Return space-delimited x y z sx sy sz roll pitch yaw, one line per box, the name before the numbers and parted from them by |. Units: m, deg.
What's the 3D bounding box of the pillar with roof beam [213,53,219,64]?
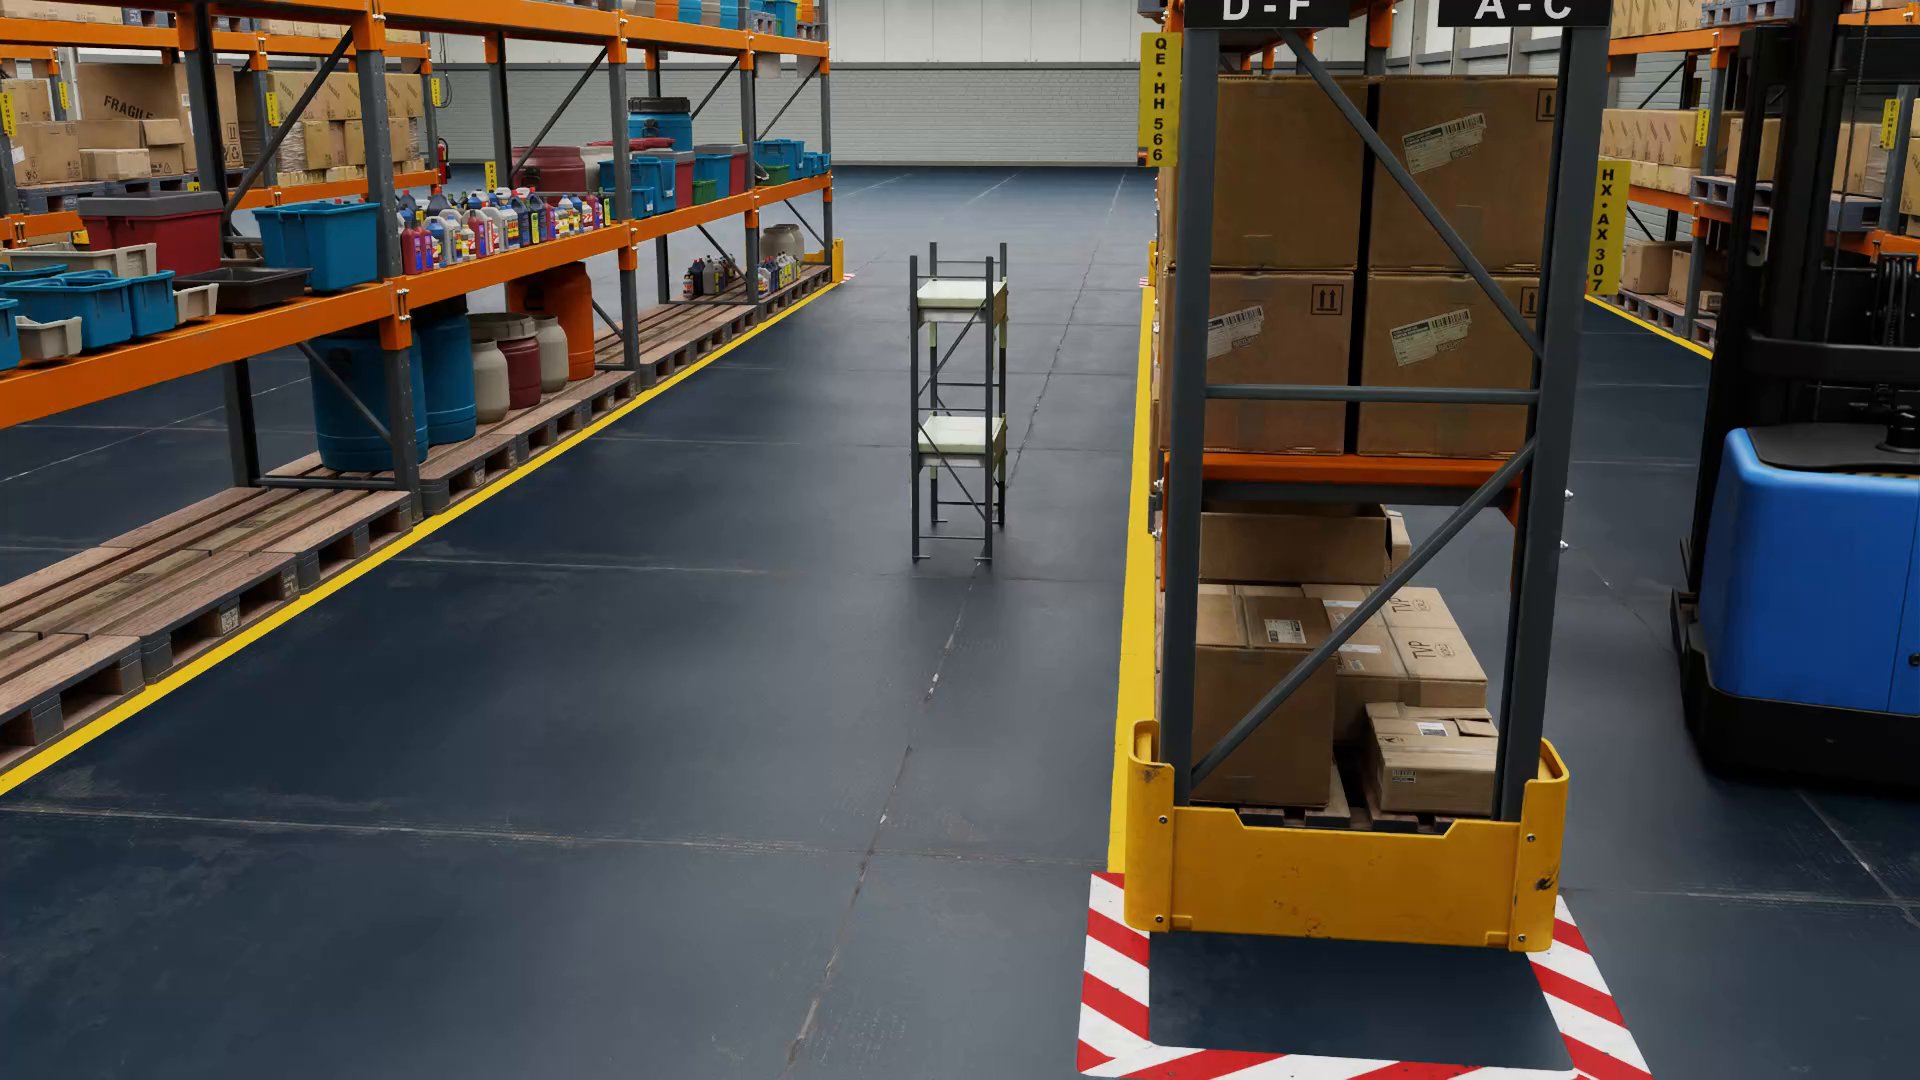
pillar with roof beam | -15.756 -14.087 43.519 9.100 9.000 0.400 2 15 6

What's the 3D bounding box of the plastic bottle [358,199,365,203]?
plastic bottle | -3.479 -1.820 9.740 0.144 0.351 0.185 2 15 6

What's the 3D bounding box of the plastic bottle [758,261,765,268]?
plastic bottle | -2.096 -2.878 17.936 0.152 0.276 0.135 2 15 6

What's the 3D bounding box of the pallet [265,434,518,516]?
pallet | -3.293 -0.405 9.754 1.003 0.211 1.213 2 15 6

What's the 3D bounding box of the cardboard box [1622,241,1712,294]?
cardboard box | 7.412 -2.865 17.455 0.700 0.500 0.500 1 15 3

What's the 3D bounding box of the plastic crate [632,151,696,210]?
plastic crate | -2.484 -3.030 14.000 0.402 0.464 0.583 2 15 6

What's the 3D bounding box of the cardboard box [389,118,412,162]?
cardboard box | -7.015 -4.727 19.635 0.875 0.500 0.500 2 15 6

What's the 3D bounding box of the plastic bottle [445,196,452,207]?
plastic bottle | -3.474 -2.181 11.227 0.097 0.271 0.097 0 15 0

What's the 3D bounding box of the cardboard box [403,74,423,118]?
cardboard box | -6.805 -5.335 19.967 0.500 0.500 0.500 2 15 6

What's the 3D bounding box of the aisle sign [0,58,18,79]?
aisle sign | -12.196 -6.265 21.103 0.394 0.787 0.004 2 15 6

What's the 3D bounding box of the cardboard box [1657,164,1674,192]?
cardboard box | 7.142 -3.533 16.230 0.500 0.250 0.500 2 15 7

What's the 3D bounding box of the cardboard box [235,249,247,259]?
cardboard box | -7.531 -2.620 16.550 0.700 0.500 0.500 1 15 2

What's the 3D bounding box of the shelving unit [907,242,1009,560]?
shelving unit | 0.001 -0.726 8.473 0.431 1.500 0.755 2 15 6

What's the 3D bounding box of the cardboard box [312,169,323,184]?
cardboard box | -7.056 -3.893 17.796 0.380 0.149 0.250 2 15 6

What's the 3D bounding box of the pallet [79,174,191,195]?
pallet | -7.709 -3.157 14.959 1.003 0.211 1.213 2 15 6

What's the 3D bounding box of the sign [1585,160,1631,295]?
sign | 1.588 -0.770 4.103 0.100 0.325 0.005 2 15 6

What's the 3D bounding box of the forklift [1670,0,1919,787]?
forklift | 3.533 -0.922 6.458 1.130 2.935 3.031 6 16 20

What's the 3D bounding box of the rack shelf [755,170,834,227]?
rack shelf | -2.293 -3.798 18.340 1.077 0.370 4.000 2 15 6

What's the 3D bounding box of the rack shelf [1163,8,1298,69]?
rack shelf | 2.177 -4.062 13.569 1.077 0.370 4.000 2 15 6

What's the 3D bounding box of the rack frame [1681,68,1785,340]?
rack frame | 7.325 -3.335 15.249 1.000 3.000 0.127 2 15 6

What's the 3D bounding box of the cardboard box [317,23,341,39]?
cardboard box | -7.014 -5.523 17.883 0.500 0.250 0.500 1 15 4

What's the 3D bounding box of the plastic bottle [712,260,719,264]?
plastic bottle | -2.652 -2.875 17.924 0.152 0.276 0.135 2 15 7

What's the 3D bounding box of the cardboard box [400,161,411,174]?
cardboard box | -6.822 -4.478 19.956 0.380 0.149 0.250 2 15 6

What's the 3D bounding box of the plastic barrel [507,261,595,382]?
plastic barrel | -3.008 -1.617 12.249 0.600 0.830 0.708 2 15 6

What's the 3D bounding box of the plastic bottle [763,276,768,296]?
plastic bottle | -2.024 -2.611 17.089 0.097 0.201 0.097 0 15 0

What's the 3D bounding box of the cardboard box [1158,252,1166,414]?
cardboard box | 0.884 -0.675 5.219 0.500 0.500 0.500 2 15 7

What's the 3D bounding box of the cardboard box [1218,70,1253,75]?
cardboard box | 2.446 -4.270 16.029 0.700 0.500 0.500 2 15 7

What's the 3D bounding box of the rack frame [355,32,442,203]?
rack frame | -6.989 -4.810 20.704 1.000 3.000 0.127 2 15 6

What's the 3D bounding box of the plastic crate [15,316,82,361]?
plastic crate | -3.323 -0.727 5.995 0.250 0.136 0.298 2 15 6

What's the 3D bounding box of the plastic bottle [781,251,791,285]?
plastic bottle | -1.925 -2.965 18.113 0.144 0.351 0.185 2 15 9

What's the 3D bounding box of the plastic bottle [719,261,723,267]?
plastic bottle | -2.570 -2.841 17.782 0.061 0.283 0.133 2 15 6

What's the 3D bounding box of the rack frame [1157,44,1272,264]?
rack frame | 2.403 -3.480 15.785 1.000 3.000 0.127 2 15 6

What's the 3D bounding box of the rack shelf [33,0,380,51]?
rack shelf | -3.647 -2.134 6.439 1.077 0.370 4.000 2 15 6

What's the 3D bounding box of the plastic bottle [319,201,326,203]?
plastic bottle | -3.643 -1.776 9.578 0.144 0.351 0.185 2 15 6

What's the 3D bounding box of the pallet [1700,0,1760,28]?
pallet | 7.149 -4.535 14.301 1.213 0.211 1.003 2 15 6

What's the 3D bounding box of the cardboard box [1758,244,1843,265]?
cardboard box | 7.212 -2.397 14.289 0.500 0.250 0.500 1 15 5

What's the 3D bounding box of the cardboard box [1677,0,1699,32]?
cardboard box | 7.206 -5.110 15.837 0.500 0.500 0.500 0 15 2

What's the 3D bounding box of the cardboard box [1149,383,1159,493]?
cardboard box | 1.271 -0.547 8.885 0.500 0.500 0.500 2 15 6

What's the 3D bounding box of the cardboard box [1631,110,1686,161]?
cardboard box | 7.247 -4.161 17.115 0.500 0.500 0.500 2 15 8

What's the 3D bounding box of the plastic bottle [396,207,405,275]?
plastic bottle | -3.055 -1.620 9.002 0.144 0.351 0.185 2 15 6

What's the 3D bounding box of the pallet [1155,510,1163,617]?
pallet | 1.421 0.119 7.817 1.003 0.211 1.213 2 15 6

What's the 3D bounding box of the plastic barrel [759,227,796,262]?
plastic barrel | -2.122 -3.363 19.314 0.421 0.512 0.421 0 15 0

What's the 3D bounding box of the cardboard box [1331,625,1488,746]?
cardboard box | 1.448 0.485 5.547 0.500 0.250 0.500 2 15 6

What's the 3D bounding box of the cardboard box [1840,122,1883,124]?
cardboard box | 7.035 -3.004 12.991 0.700 0.500 0.500 2 15 6

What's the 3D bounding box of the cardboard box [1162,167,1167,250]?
cardboard box | 0.882 -1.153 5.073 0.500 0.500 0.500 2 15 8

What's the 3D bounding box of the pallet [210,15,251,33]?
pallet | -7.616 -4.973 15.920 1.213 0.211 1.003 2 15 6

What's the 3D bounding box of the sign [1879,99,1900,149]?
sign | 6.333 -2.832 11.321 0.100 0.325 0.005 2 15 6

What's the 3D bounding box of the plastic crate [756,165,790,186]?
plastic crate | -2.085 -3.868 17.627 0.450 0.188 0.662 2 15 6

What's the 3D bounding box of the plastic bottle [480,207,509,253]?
plastic bottle | -2.860 -1.901 10.184 0.152 0.276 0.135 2 15 6

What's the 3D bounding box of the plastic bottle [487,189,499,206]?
plastic bottle | -3.380 -2.395 12.020 0.097 0.271 0.097 0 15 0

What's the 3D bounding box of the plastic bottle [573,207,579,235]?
plastic bottle | -2.682 -2.211 11.473 0.097 0.201 0.097 0 15 0

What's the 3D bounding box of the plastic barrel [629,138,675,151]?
plastic barrel | -2.845 -3.451 15.416 0.433 0.535 0.433 0 15 0

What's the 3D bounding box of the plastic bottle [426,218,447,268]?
plastic bottle | -2.935 -1.663 9.311 0.097 0.271 0.097 0 15 0

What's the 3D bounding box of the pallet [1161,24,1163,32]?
pallet | 2.613 -5.423 17.393 1.003 0.211 1.213 2 15 6

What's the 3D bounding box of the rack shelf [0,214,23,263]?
rack shelf | -8.117 -1.869 11.206 1.077 0.370 4.000 2 15 6

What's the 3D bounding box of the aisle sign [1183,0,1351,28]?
aisle sign | 0.736 -1.614 3.903 0.394 0.787 0.004 2 15 6
